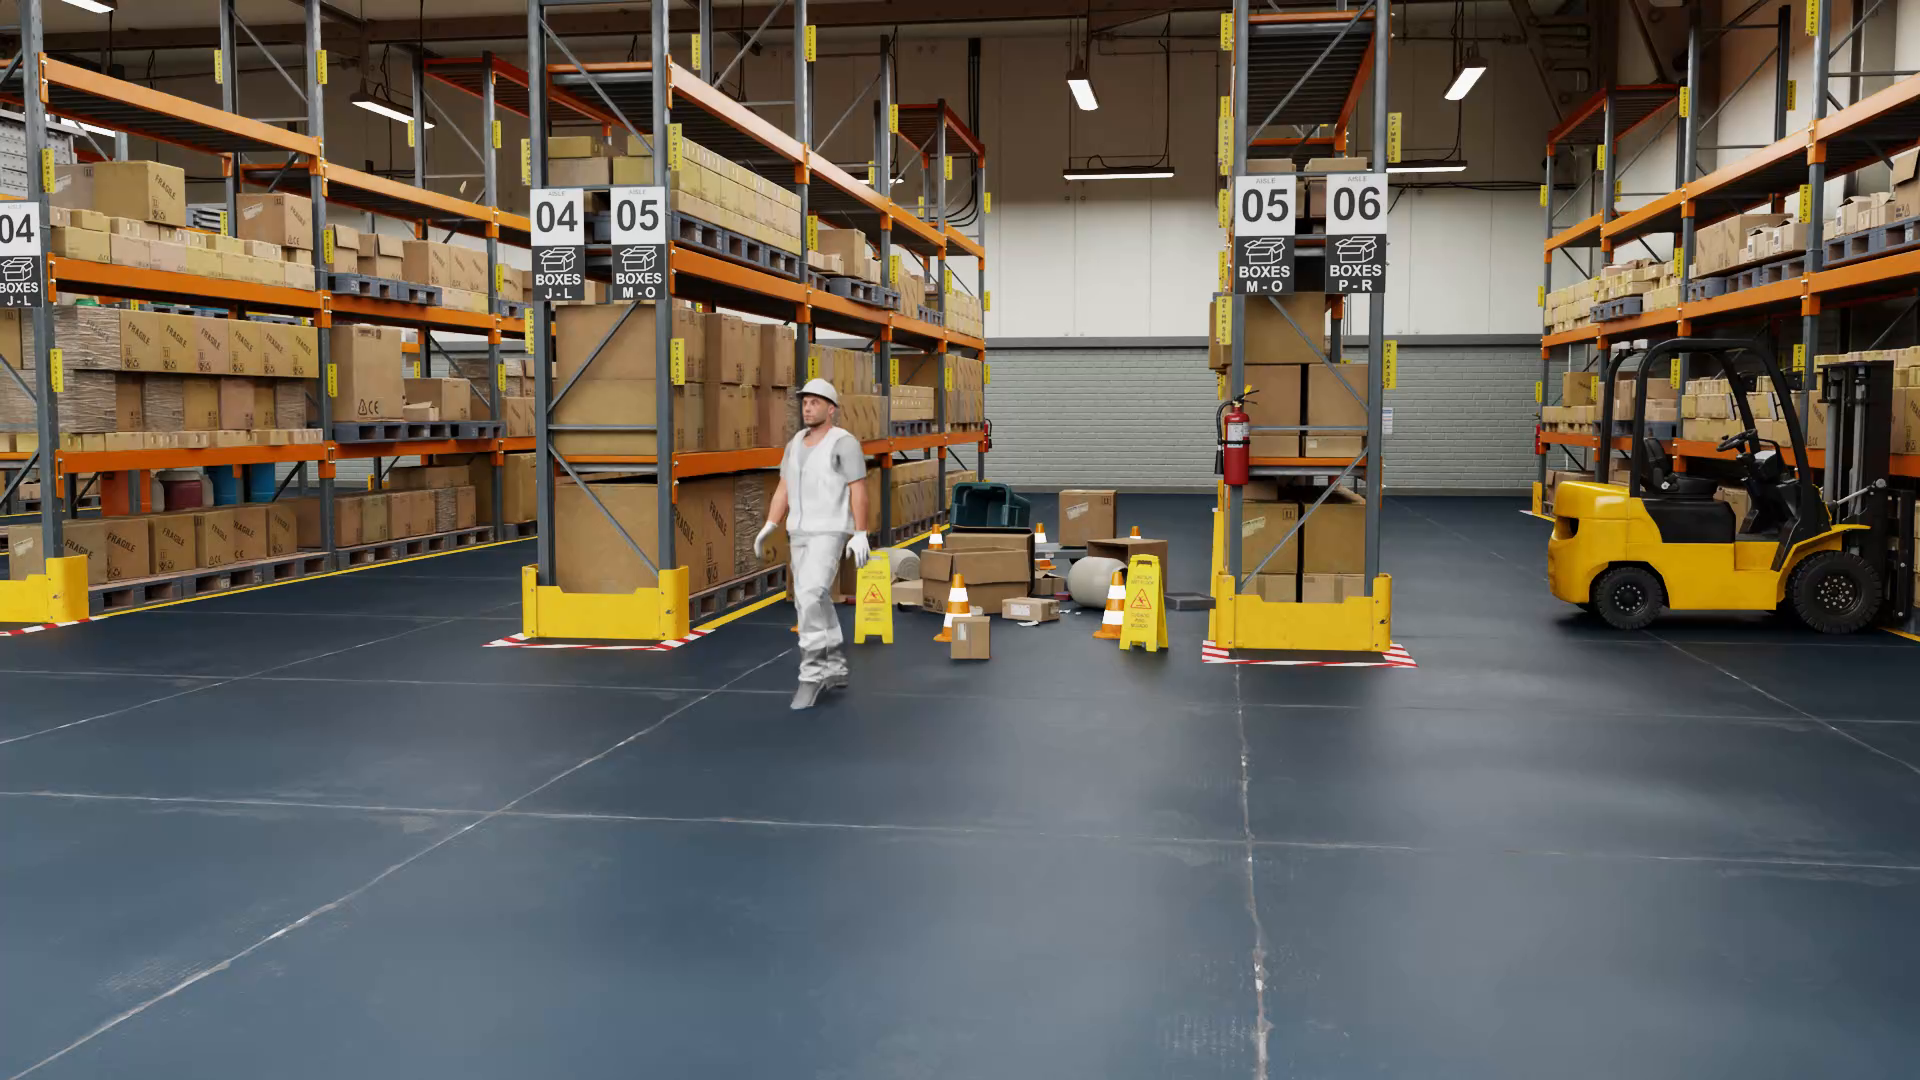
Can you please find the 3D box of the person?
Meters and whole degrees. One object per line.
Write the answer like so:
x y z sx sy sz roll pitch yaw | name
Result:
-0.814 0.023 9.312 0.540 1.853 0.584 4 6 41 | person
